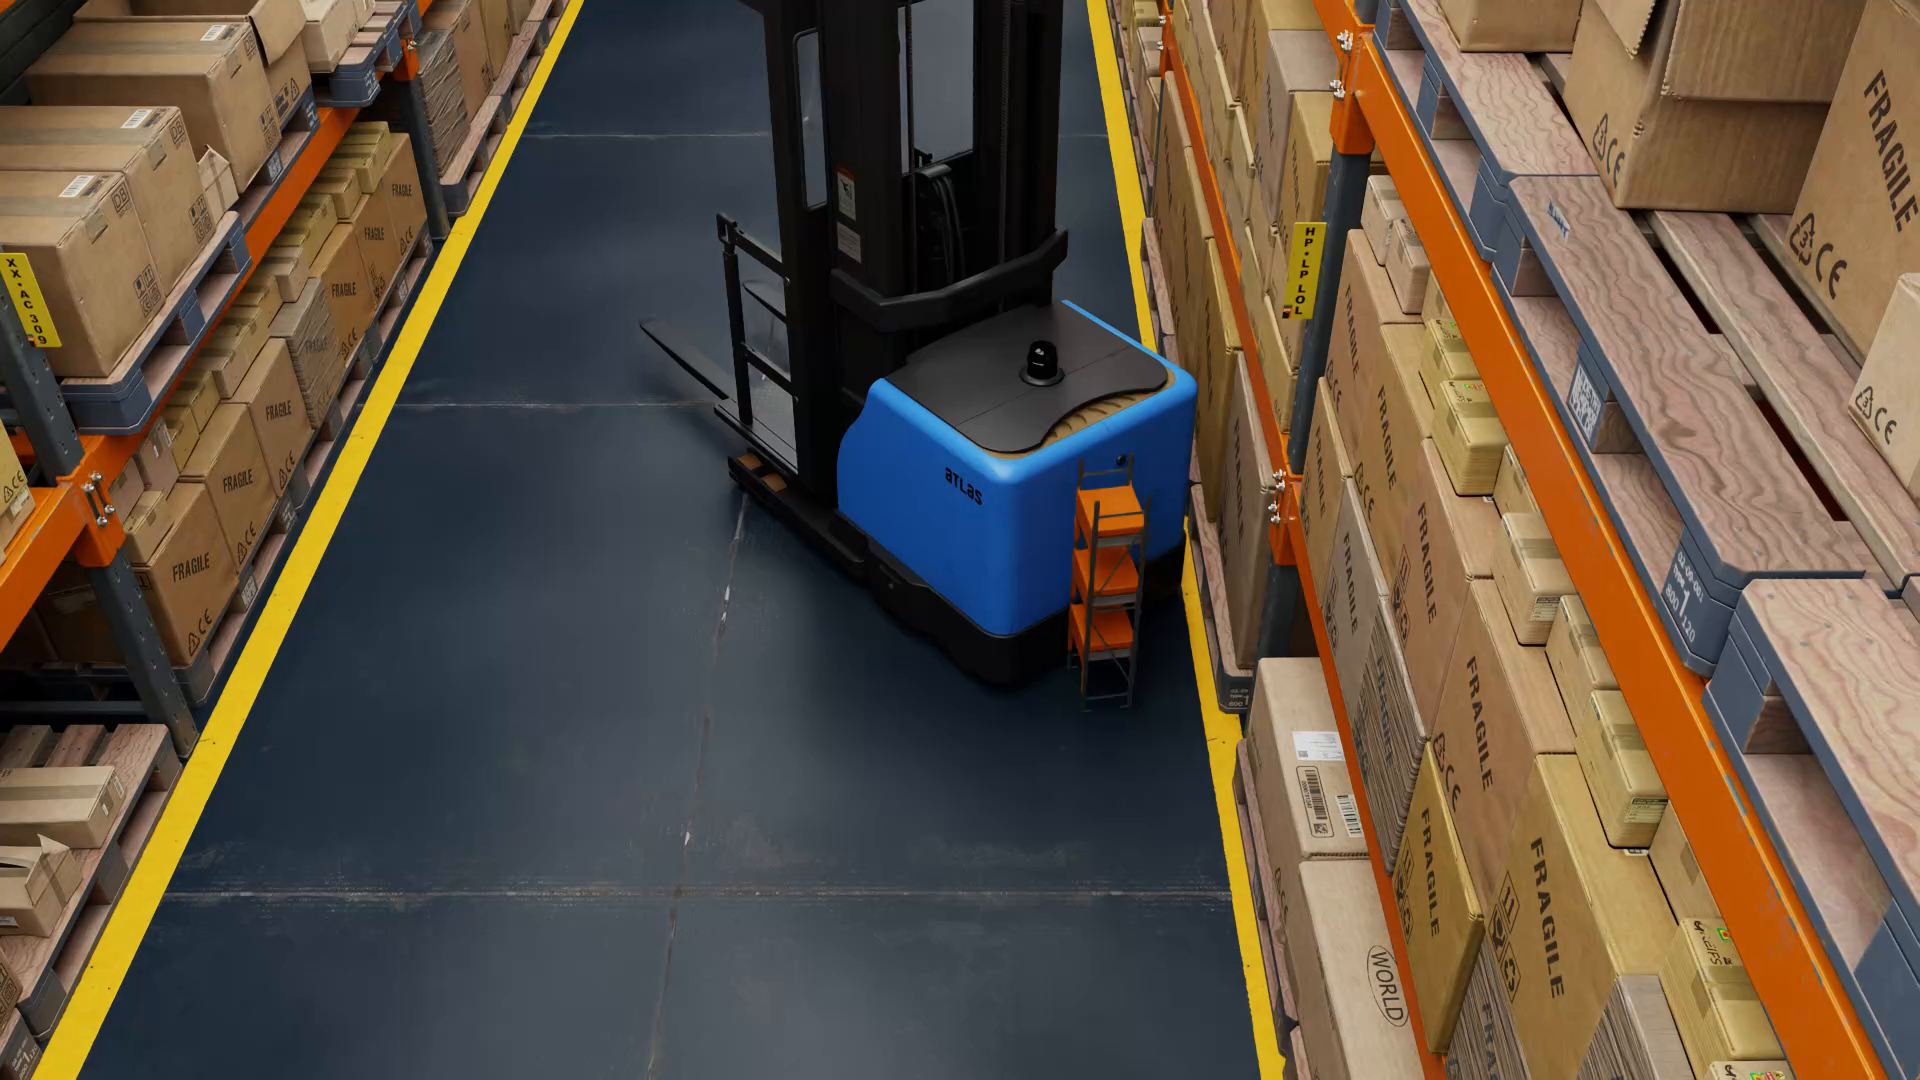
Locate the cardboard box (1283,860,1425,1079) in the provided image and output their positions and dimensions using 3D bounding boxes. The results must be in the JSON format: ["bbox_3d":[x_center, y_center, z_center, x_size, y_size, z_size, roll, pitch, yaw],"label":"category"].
[{"bbox_3d":[1.473,1.397,4.821,0.875,0.438,0.875,-1,39,-1],"label":"cardboard box"}]

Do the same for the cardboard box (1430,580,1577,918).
[{"bbox_3d":[1.318,0.429,3.437,0.500,0.500,0.500,0,39,0],"label":"cardboard box"}]

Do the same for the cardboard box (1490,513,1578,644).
[{"bbox_3d":[1.302,0.076,3.358,0.380,0.149,0.250,0,39,0],"label":"cardboard box"}]

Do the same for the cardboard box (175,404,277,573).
[{"bbox_3d":[-3.171,-0.210,6.776,0.500,0.500,0.500,-1,39,-1],"label":"cardboard box"}]

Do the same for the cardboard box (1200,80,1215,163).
[{"bbox_3d":[1.336,-1.879,7.316,0.500,0.250,0.500,1,39,1],"label":"cardboard box"}]

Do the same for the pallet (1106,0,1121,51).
[{"bbox_3d":[1.571,-3.819,11.847,1.003,0.211,1.213,0,39,0],"label":"pallet"}]

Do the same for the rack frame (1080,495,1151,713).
[{"bbox_3d":[0.564,0.256,6.090,0.200,1.050,0.008,-6,41,-7],"label":"rack frame"}]

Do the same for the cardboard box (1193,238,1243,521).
[{"bbox_3d":[1.489,-0.679,7.061,0.875,0.875,0.875,1,39,1],"label":"cardboard box"}]

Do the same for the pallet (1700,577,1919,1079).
[{"bbox_3d":[1.571,0.510,1.887,1.003,0.211,1.213,0,39,0],"label":"pallet"}]

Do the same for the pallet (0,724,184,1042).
[{"bbox_3d":[-3.386,1.132,5.668,1.003,0.211,1.213,0,39,0],"label":"pallet"}]

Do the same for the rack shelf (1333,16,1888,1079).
[{"bbox_3d":[1.580,-0.030,3.066,1.077,0.370,4.000,0,39,0],"label":"rack shelf"}]

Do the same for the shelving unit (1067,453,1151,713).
[{"bbox_3d":[0.543,0.178,6.181,0.215,1.050,0.252,-6,41,-7],"label":"shelving unit"}]

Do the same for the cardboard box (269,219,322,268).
[{"bbox_3d":[-3.193,-1.363,7.697,0.380,0.149,0.250,-1,39,-1],"label":"cardboard box"}]

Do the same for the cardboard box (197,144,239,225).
[{"bbox_3d":[-3.003,-1.366,6.328,0.396,0.266,0.258,2,39,2],"label":"cardboard box"}]

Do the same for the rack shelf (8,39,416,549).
[{"bbox_3d":[-3.388,-1.355,7.118,1.077,0.370,4.000,0,39,0],"label":"rack shelf"}]

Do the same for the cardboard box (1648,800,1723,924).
[{"bbox_3d":[1.385,0.562,2.752,0.380,0.149,0.250,0,39,0],"label":"cardboard box"}]

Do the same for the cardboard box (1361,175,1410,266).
[{"bbox_3d":[1.319,-0.876,4.546,0.380,0.149,0.250,-1,39,-1],"label":"cardboard box"}]

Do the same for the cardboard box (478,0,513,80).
[{"bbox_3d":[-3.387,-3.344,10.587,0.875,0.625,0.625,-2,39,-2],"label":"cardboard box"}]

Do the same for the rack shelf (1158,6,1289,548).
[{"bbox_3d":[1.576,-1.361,7.125,1.077,0.370,4.000,0,39,0],"label":"rack shelf"}]

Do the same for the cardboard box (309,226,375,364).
[{"bbox_3d":[-3.181,-1.171,7.975,0.500,0.500,0.500,2,39,2],"label":"cardboard box"}]

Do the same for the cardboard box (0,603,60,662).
[{"bbox_3d":[-3.682,0.119,6.366,0.500,0.500,0.500,0,39,0],"label":"cardboard box"}]

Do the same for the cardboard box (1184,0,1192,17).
[{"bbox_3d":[1.327,-2.712,7.956,0.500,0.250,0.500,0,39,0],"label":"cardboard box"}]

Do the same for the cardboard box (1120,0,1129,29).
[{"bbox_3d":[1.576,-3.755,11.303,0.950,0.372,0.625,2,39,3],"label":"cardboard box"}]

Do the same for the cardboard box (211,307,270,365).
[{"bbox_3d":[-3.184,-0.868,7.079,0.380,0.149,0.250,1,39,2],"label":"cardboard box"}]

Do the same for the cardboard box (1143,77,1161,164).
[{"bbox_3d":[1.583,-2.385,9.592,0.950,0.372,0.625,-2,39,-3],"label":"cardboard box"}]

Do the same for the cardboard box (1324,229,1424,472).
[{"bbox_3d":[1.337,-0.523,4.624,0.500,0.500,0.500,0,39,0],"label":"cardboard box"}]

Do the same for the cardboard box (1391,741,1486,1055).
[{"bbox_3d":[1.308,0.811,3.759,0.500,0.500,0.500,1,39,1],"label":"cardboard box"}]

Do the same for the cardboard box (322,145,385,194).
[{"bbox_3d":[-3.105,-1.849,8.303,0.380,0.149,0.250,-2,39,-2],"label":"cardboard box"}]

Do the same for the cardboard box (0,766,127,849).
[{"bbox_3d":[-3.091,0.911,5.658,0.380,0.149,0.250,-1,39,-1],"label":"cardboard box"}]

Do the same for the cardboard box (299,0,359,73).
[{"bbox_3d":[-3.065,-2.333,7.546,0.500,0.250,0.500,-2,39,-2],"label":"cardboard box"}]

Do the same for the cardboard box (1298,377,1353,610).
[{"bbox_3d":[1.317,-0.137,4.942,0.500,0.500,0.500,1,39,1],"label":"cardboard box"}]

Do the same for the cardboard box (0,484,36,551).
[{"bbox_3d":[-3.133,-0.088,5.162,0.380,0.149,0.250,0,39,1],"label":"cardboard box"}]

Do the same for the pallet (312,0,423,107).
[{"bbox_3d":[-3.319,-2.388,7.985,1.213,0.211,1.003,0,39,0],"label":"pallet"}]

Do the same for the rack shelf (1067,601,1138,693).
[{"bbox_3d":[0.543,0.398,6.369,0.215,0.259,0.240,-6,41,-7],"label":"rack shelf"}]

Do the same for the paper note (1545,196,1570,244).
[{"bbox_3d":[0.998,-0.539,2.786,0.006,0.032,0.123,0,39,0],"label":"paper note"}]

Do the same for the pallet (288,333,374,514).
[{"bbox_3d":[-3.429,-0.571,7.793,1.003,0.211,1.213,0,39,0],"label":"pallet"}]

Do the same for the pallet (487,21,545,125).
[{"bbox_3d":[-3.351,-3.075,10.918,1.003,0.211,1.213,0,39,0],"label":"pallet"}]

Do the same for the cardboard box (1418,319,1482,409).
[{"bbox_3d":[1.317,-0.400,3.953,0.380,0.149,0.250,0,39,0],"label":"cardboard box"}]

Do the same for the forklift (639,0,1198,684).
[{"bbox_3d":[-0.389,-1.448,6.713,1.130,2.935,3.031,-27,46,-29],"label":"forklift"}]

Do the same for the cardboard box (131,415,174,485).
[{"bbox_3d":[-3.168,-0.330,6.170,0.380,0.149,0.250,-2,39,-2],"label":"cardboard box"}]

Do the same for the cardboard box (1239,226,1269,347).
[{"bbox_3d":[1.326,-0.932,6.134,0.500,0.250,0.500,-1,39,-1],"label":"cardboard box"}]

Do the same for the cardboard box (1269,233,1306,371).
[{"bbox_3d":[1.335,-0.803,5.574,0.500,0.250,0.500,0,39,0],"label":"cardboard box"}]

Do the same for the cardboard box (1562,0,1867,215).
[{"bbox_3d":[1.612,-0.962,3.154,0.797,0.503,0.637,3,39,3],"label":"cardboard box"}]

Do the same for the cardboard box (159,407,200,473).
[{"bbox_3d":[-3.209,-0.385,6.476,0.380,0.149,0.250,-2,39,-2],"label":"cardboard box"}]

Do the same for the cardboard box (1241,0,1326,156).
[{"bbox_3d":[1.338,-1.740,6.144,0.500,0.500,0.500,1,39,1],"label":"cardboard box"}]

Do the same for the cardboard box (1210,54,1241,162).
[{"bbox_3d":[1.302,-1.760,6.768,0.500,0.250,0.500,1,39,1],"label":"cardboard box"}]

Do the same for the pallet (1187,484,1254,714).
[{"bbox_3d":[1.502,0.214,6.814,1.003,0.211,1.213,0,39,0],"label":"pallet"}]

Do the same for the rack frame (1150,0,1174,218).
[{"bbox_3d":[1.574,-2.893,8.461,1.000,3.000,0.127,0,39,0],"label":"rack frame"}]
